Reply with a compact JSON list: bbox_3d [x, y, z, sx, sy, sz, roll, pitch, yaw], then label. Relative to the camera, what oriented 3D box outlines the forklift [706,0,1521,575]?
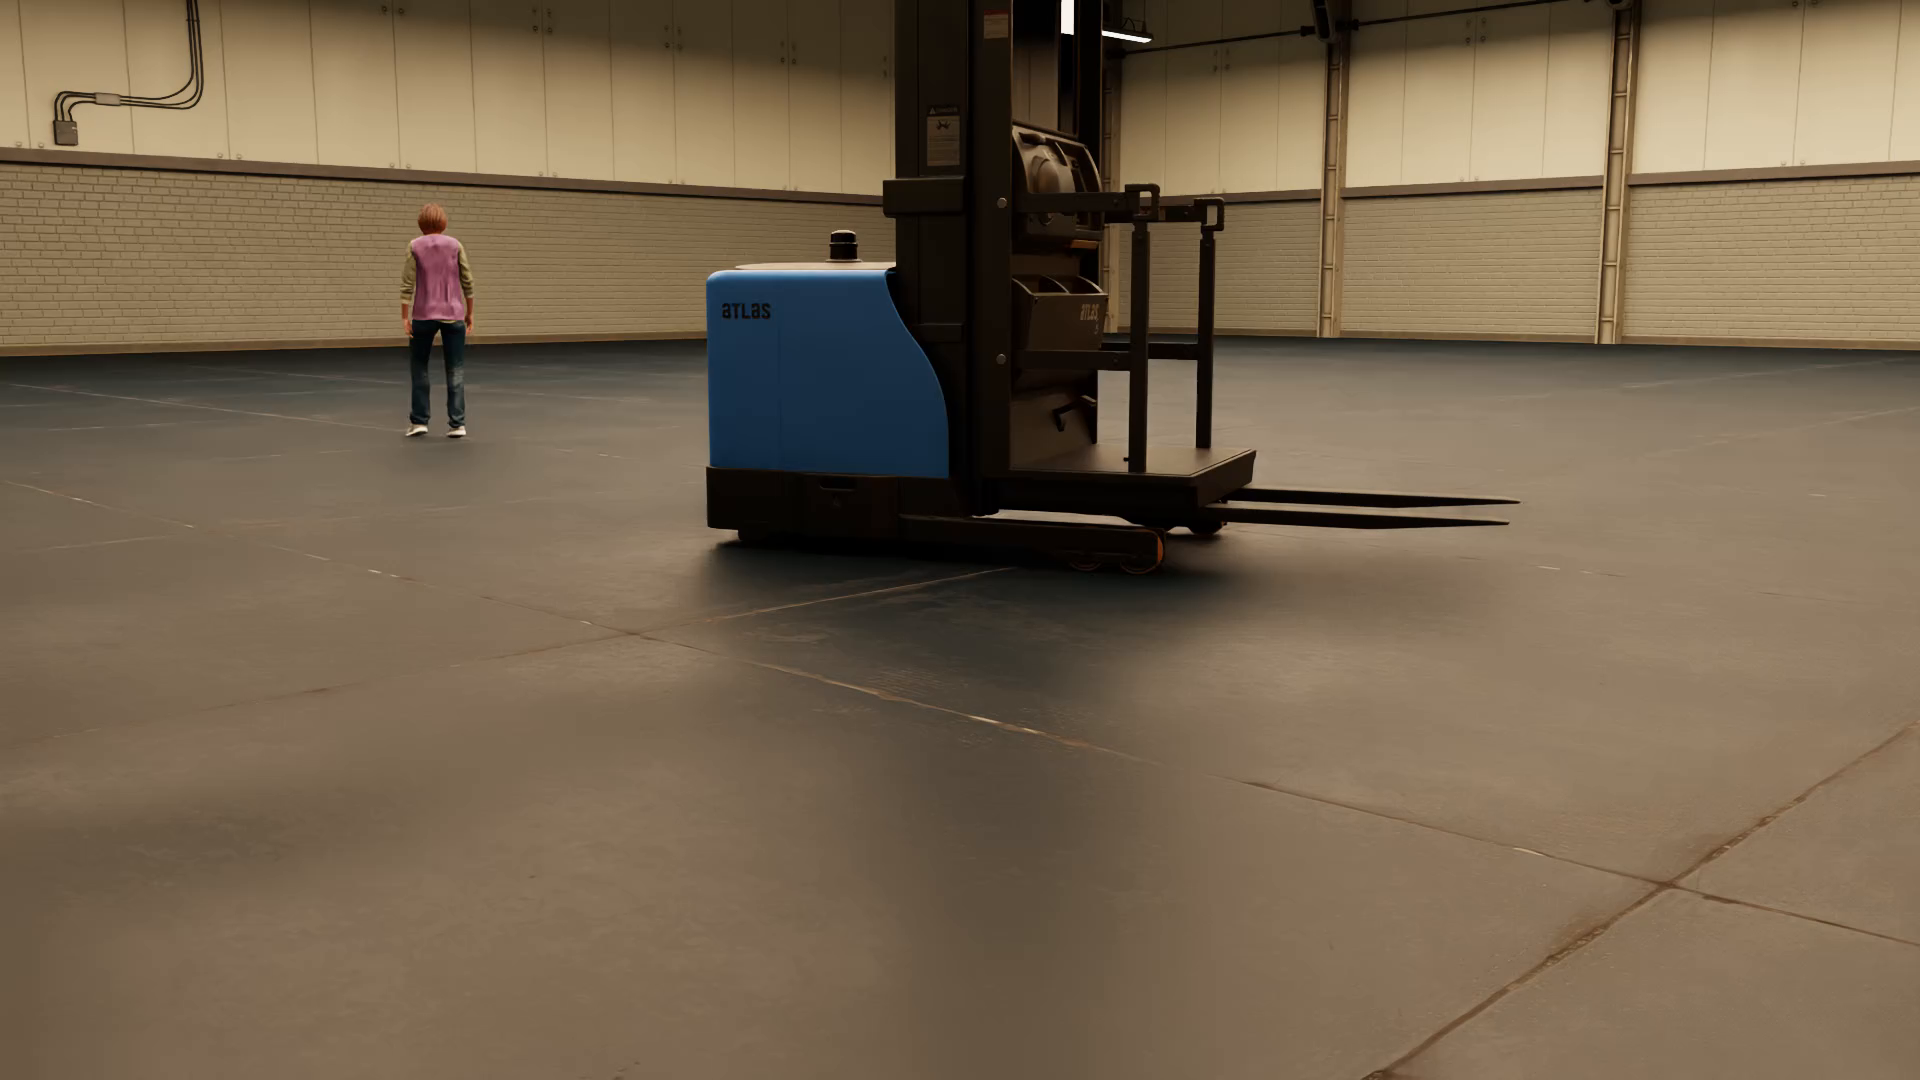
[{"bbox_3d":[0.565,-1.416,6.275,3.031,2.935,1.130,3,9,22],"label":"forklift"}]

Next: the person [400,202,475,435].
[{"bbox_3d":[-3.593,-1.495,11.435,0.494,1.623,0.477,-4,9,-23],"label":"person"}]
